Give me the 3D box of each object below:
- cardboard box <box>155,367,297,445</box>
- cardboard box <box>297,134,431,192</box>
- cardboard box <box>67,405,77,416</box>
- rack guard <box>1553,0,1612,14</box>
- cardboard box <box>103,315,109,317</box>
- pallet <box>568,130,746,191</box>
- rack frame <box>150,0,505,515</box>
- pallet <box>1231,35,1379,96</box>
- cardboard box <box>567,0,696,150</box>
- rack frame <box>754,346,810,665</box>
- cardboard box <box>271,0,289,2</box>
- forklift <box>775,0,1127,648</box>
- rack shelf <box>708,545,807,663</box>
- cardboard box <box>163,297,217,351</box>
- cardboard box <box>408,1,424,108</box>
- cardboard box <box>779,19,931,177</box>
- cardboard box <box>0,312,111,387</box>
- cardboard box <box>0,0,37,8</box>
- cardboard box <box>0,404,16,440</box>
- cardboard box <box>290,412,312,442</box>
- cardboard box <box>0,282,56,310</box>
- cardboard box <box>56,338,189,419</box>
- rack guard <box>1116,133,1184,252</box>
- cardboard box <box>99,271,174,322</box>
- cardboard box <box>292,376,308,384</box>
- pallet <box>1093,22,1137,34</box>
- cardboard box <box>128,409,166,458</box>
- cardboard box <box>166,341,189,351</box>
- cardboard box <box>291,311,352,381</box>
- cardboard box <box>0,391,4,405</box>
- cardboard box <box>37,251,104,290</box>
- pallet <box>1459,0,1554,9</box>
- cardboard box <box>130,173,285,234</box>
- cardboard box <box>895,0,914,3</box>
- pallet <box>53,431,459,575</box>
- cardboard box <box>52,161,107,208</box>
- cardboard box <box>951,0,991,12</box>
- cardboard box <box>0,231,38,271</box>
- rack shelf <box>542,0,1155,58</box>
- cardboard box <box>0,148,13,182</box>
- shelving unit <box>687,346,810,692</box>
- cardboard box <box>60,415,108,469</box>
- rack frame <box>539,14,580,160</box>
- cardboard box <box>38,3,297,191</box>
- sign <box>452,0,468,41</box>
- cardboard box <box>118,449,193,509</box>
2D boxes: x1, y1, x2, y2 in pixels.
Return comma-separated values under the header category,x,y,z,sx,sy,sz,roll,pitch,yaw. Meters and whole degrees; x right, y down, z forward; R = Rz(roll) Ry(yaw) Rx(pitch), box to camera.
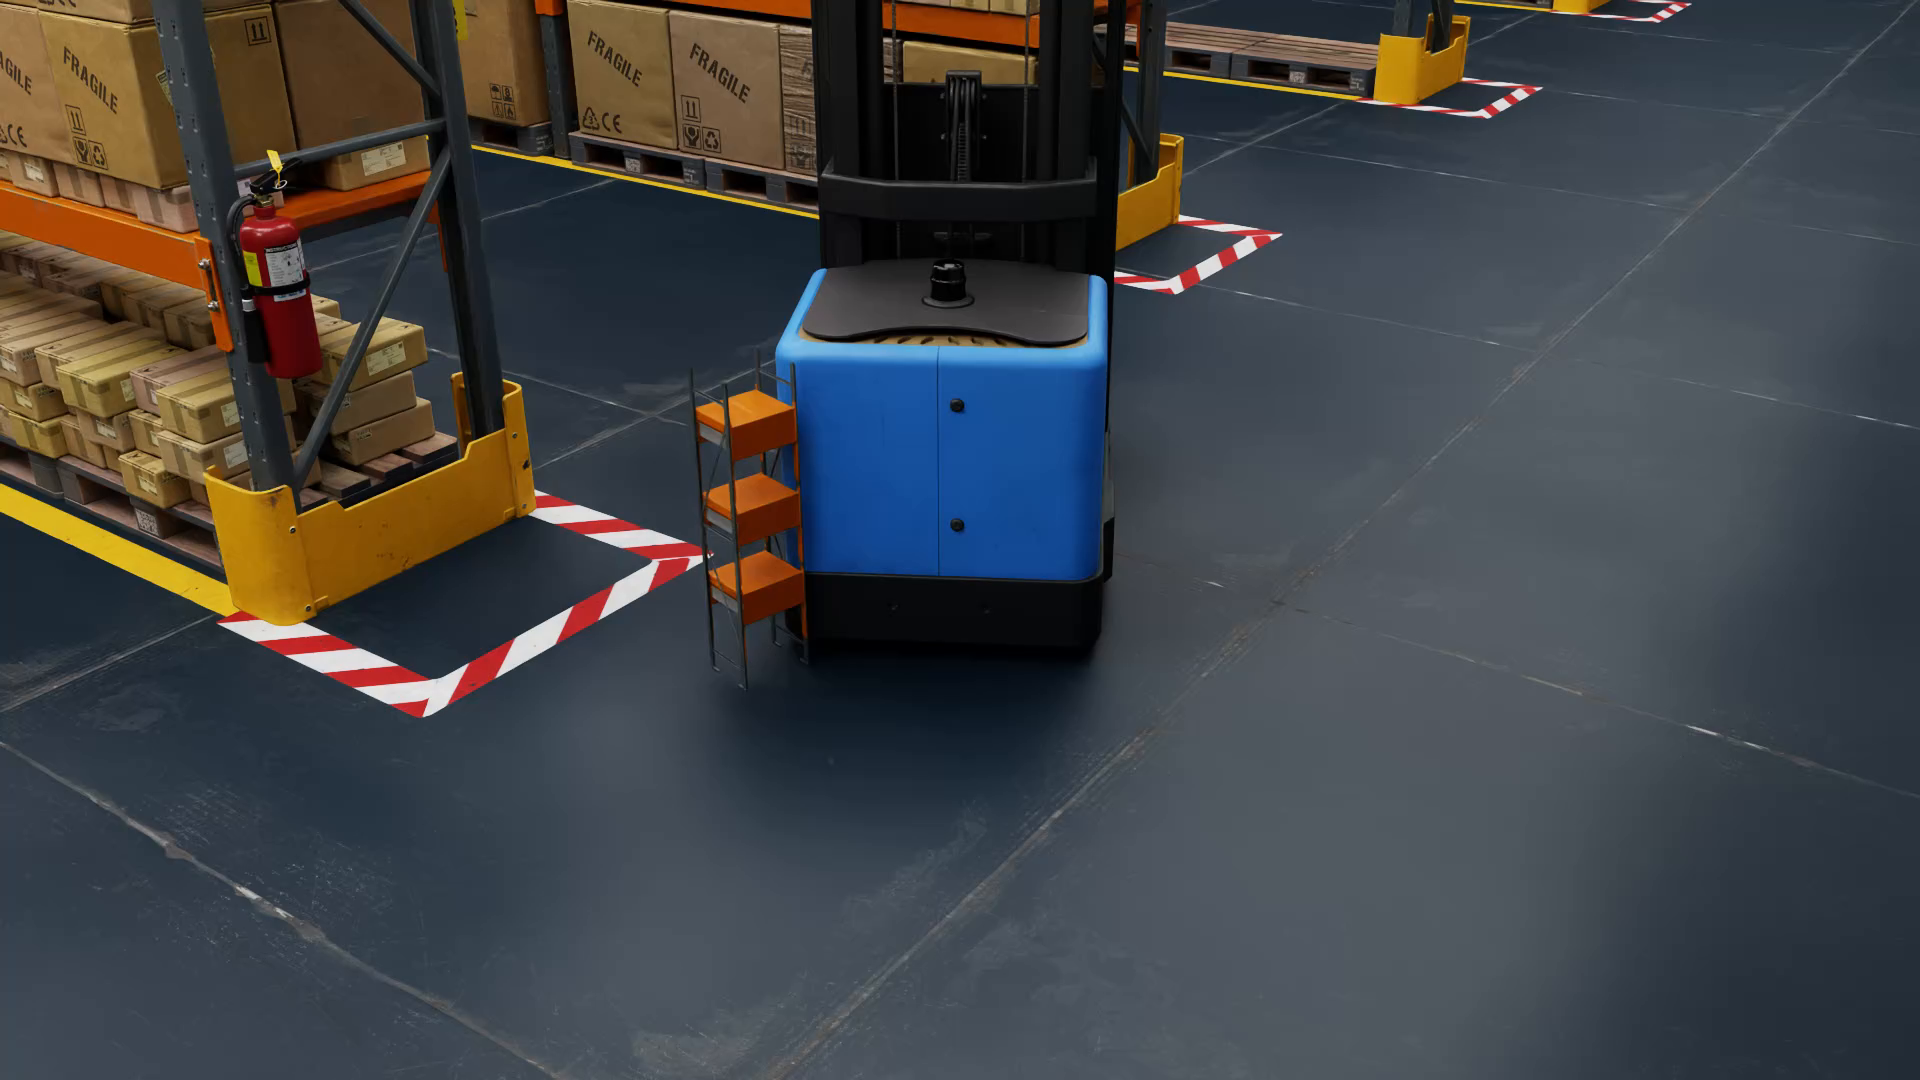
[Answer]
category,x,y,z,sx,sy,sz,roll,pitch,yaw
cardboard box,-2.619,-0.497,5.943,0.250,0.149,0.380,18,32,31
cardboard box,-2.120,-1.367,5.907,0.250,0.149,0.380,17,32,30
cardboard box,-3.228,-0.592,6.458,0.250,0.149,0.380,17,31,30
rack guard,6.402,-5.710,16.919,0.348,0.500,1.175,17,32,30
cardboard box,-3.658,-0.941,7.144,0.250,0.149,0.380,19,33,33
pallet,-1.862,-2.662,11.248,1.213,0.211,1.003,17,32,30
rack frame,-2.039,-1.274,5.446,0.127,3.000,1.000,17,32,30
pallet,2.999,-3.937,13.754,1.213,0.211,1.003,17,32,30
cardboard box,-1.946,-3.170,11.051,0.875,0.875,0.875,17,32,30
rack frame,-0.562,-0.093,5.274,0.008,1.050,0.200,-22,34,-36
cardboard box,-2.258,-2.111,5.550,0.500,0.500,0.500,17,32,30
forklift,0.048,-1.591,6.145,1.130,2.935,3.031,2,27,4
rack shelf,-0.653,0.201,5.333,0.240,0.259,0.215,-22,34,-36
cardboard box,-2.960,-0.888,6.712,0.250,0.149,0.380,16,31,28
cardboard box,-3.720,-3.755,12.202,0.875,0.875,1.225,16,31,29
cardboard box,-0.470,-2.710,10.148,0.875,0.875,0.875,17,32,30
cardboard box,-3.509,-0.740,6.421,0.250,0.149,0.380,19,32,32
cardboard box,-2.974,-2.051,5.433,0.500,0.500,0.500,16,31,29
cardboard box,-3.700,-0.554,6.712,0.250,0.149,0.380,18,32,31
cardboard box,-2.551,-0.481,6.568,0.250,0.149,0.380,17,32,30
cardboard box,-3.896,-0.906,6.747,0.250,0.149,0.380,17,32,31
cardboard box,-3.079,-0.602,6.149,0.250,0.149,0.380,17,31,29
rack guard,0.873,-1.982,9.593,0.348,0.500,1.175,17,32,30
cardboard box,-3.374,-1.048,7.025,0.250,0.149,0.380,18,32,31
cardboard box,-2.519,-0.645,6.562,0.250,0.149,0.380,17,32,30
pallet,0.988,-4.564,14.985,1.213,0.211,1.003,17,32,30
cardboard box,-2.820,-0.439,6.158,0.250,0.149,0.380,16,31,29
cardboard box,-3.193,-0.814,6.894,0.250,0.149,0.380,16,31,28
cardboard box,-2.574,-0.743,6.427,0.250,0.149,0.380,18,32,31
cardboard box,-3.700,-0.685,6.642,0.250,0.149,0.380,19,33,33
cardboard box,-3.779,-1.181,7.288,0.250,0.149,0.380,16,31,29
pallet,5.744,-5.786,17.386,1.213,0.211,1.003,17,32,30
cardboard box,-2.468,-1.140,5.459,0.250,0.149,0.380,17,32,30
cardboard box,-0.255,-3.154,9.418,0.250,0.149,0.380,18,32,31
pallet,-2.751,-0.272,6.552,1.213,0.211,1.003,17,32,30
cardboard box,-2.866,-1.276,5.728,0.250,0.149,0.380,17,32,30
cardboard box,0.158,-3.025,9.163,0.250,0.149,0.380,18,32,31
cardboard box,-4.283,-1.281,7.484,0.250,0.149,0.380,18,32,32
rack shelf,-0.796,-3.295,10.211,4.000,0.370,1.077,17,32,30
cardboard box,-3.291,-1.412,5.994,0.250,0.149,0.380,16,31,28
shelving unit,-0.653,-0.056,5.202,0.252,1.050,0.215,-22,34,-36
cardboard box,-3.240,-0.434,6.476,0.250,0.149,0.380,18,32,31
rack frame,-2.444,-4.129,11.057,0.127,3.000,1.000,17,32,30
cardboard box,-2.555,-1.470,5.393,0.500,0.500,0.500,18,32,31
sign,-1.732,-1.862,5.648,0.005,0.325,0.100,17,32,30
cardboard box,-2.860,-0.276,6.165,0.250,0.149,0.380,18,32,32
